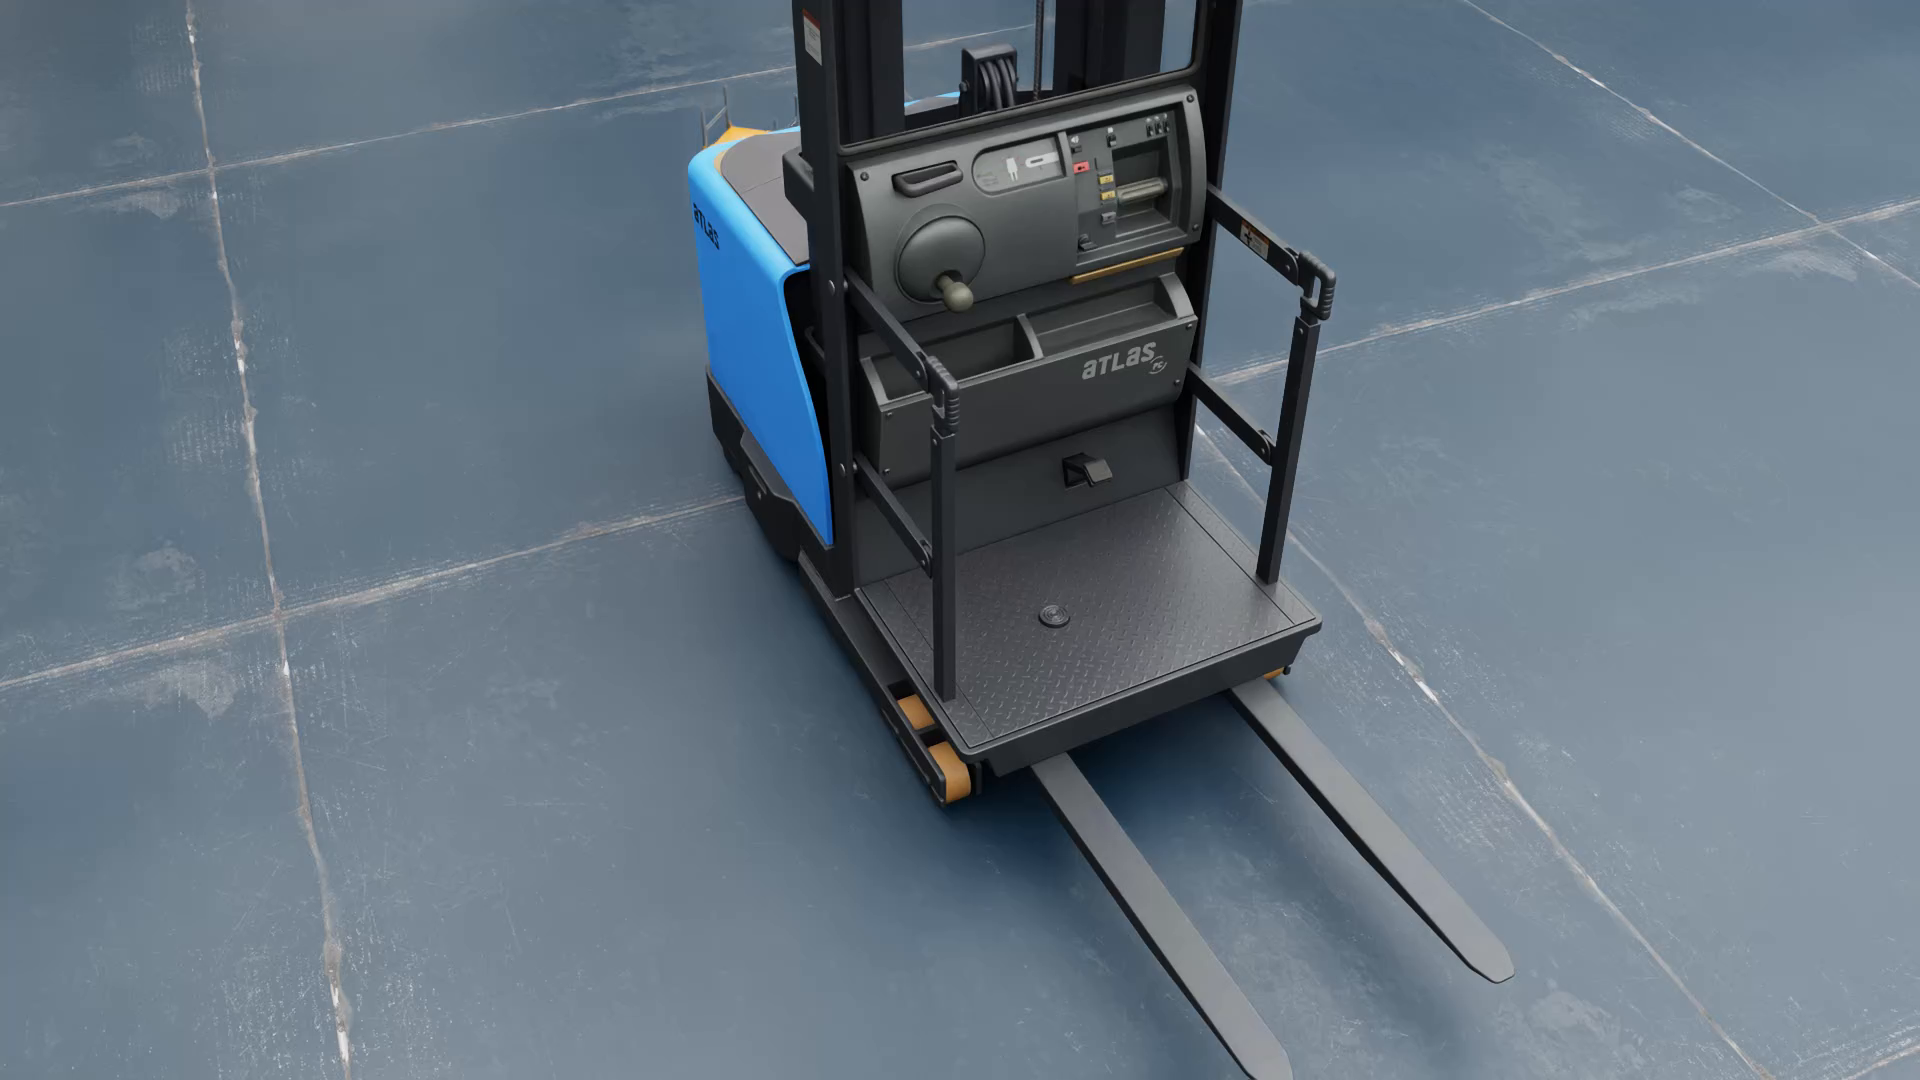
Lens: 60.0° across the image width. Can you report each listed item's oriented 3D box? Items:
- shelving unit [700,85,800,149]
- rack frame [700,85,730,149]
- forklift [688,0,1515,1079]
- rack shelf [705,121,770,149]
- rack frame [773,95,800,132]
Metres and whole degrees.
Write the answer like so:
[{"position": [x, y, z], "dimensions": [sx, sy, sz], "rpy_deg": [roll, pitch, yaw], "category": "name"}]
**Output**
[{"position": [-0.669, -0.968, 5.564], "dimensions": [0.252, 1.050, 0.215], "rpy_deg": [11, 40, 12], "category": "shelving unit"}, {"position": [-0.786, -0.991, 5.590], "dimensions": [0.008, 1.050, 0.200], "rpy_deg": [11, 40, 12], "category": "rack frame"}, {"position": [0.283, -0.744, 3.867], "dimensions": [1.130, 2.935, 3.031], "rpy_deg": [-18, 44, -20], "category": "forklift"}, {"position": [-0.666, -1.182, 5.394], "dimensions": [0.240, 0.259, 0.215], "rpy_deg": [11, 40, 12], "category": "rack shelf"}, {"position": [-0.552, -0.945, 5.538], "dimensions": [0.008, 1.050, 0.200], "rpy_deg": [11, 40, 12], "category": "rack frame"}]
